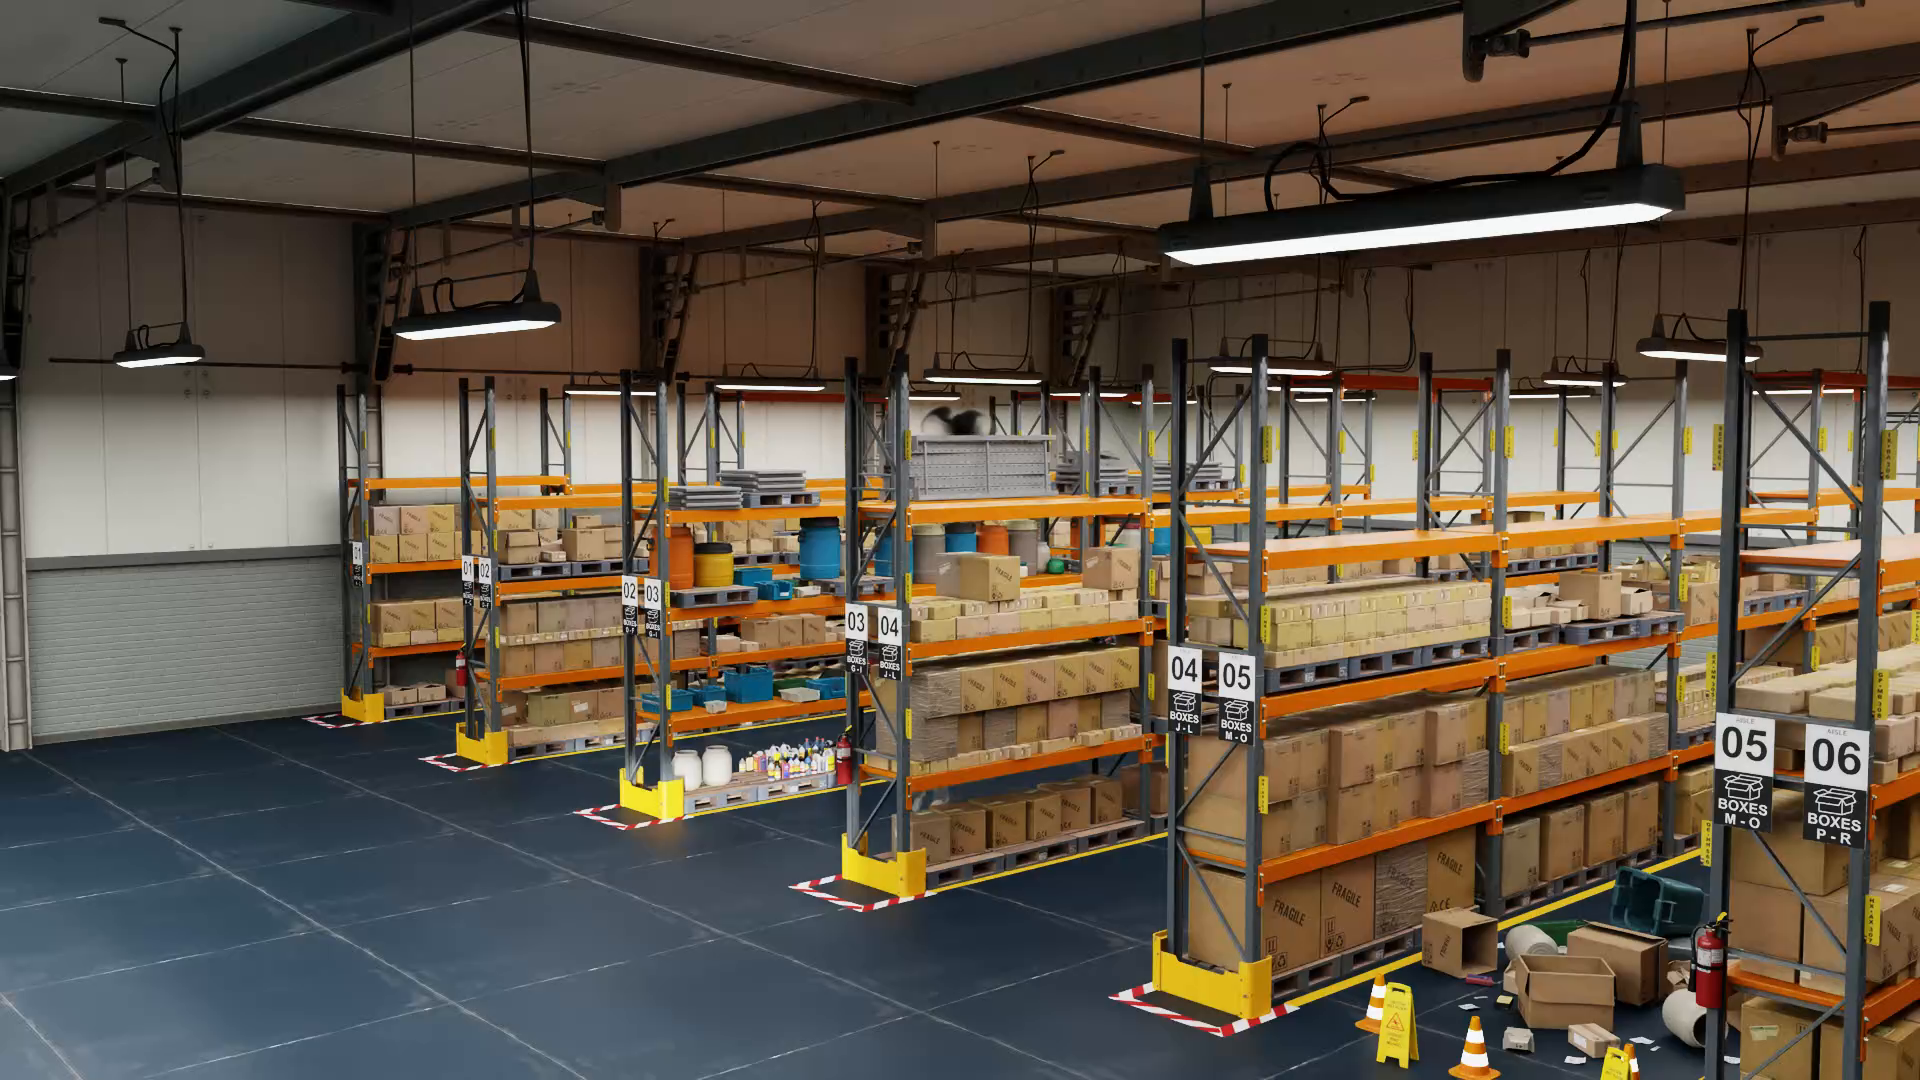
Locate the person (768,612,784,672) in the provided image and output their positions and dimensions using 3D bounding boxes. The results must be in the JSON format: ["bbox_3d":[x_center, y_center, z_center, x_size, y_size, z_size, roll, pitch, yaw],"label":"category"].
[{"bbox_3d":[-3.547,2.153,32.168,0.554,1.578,0.752,3,5,39],"label":"person"}]
